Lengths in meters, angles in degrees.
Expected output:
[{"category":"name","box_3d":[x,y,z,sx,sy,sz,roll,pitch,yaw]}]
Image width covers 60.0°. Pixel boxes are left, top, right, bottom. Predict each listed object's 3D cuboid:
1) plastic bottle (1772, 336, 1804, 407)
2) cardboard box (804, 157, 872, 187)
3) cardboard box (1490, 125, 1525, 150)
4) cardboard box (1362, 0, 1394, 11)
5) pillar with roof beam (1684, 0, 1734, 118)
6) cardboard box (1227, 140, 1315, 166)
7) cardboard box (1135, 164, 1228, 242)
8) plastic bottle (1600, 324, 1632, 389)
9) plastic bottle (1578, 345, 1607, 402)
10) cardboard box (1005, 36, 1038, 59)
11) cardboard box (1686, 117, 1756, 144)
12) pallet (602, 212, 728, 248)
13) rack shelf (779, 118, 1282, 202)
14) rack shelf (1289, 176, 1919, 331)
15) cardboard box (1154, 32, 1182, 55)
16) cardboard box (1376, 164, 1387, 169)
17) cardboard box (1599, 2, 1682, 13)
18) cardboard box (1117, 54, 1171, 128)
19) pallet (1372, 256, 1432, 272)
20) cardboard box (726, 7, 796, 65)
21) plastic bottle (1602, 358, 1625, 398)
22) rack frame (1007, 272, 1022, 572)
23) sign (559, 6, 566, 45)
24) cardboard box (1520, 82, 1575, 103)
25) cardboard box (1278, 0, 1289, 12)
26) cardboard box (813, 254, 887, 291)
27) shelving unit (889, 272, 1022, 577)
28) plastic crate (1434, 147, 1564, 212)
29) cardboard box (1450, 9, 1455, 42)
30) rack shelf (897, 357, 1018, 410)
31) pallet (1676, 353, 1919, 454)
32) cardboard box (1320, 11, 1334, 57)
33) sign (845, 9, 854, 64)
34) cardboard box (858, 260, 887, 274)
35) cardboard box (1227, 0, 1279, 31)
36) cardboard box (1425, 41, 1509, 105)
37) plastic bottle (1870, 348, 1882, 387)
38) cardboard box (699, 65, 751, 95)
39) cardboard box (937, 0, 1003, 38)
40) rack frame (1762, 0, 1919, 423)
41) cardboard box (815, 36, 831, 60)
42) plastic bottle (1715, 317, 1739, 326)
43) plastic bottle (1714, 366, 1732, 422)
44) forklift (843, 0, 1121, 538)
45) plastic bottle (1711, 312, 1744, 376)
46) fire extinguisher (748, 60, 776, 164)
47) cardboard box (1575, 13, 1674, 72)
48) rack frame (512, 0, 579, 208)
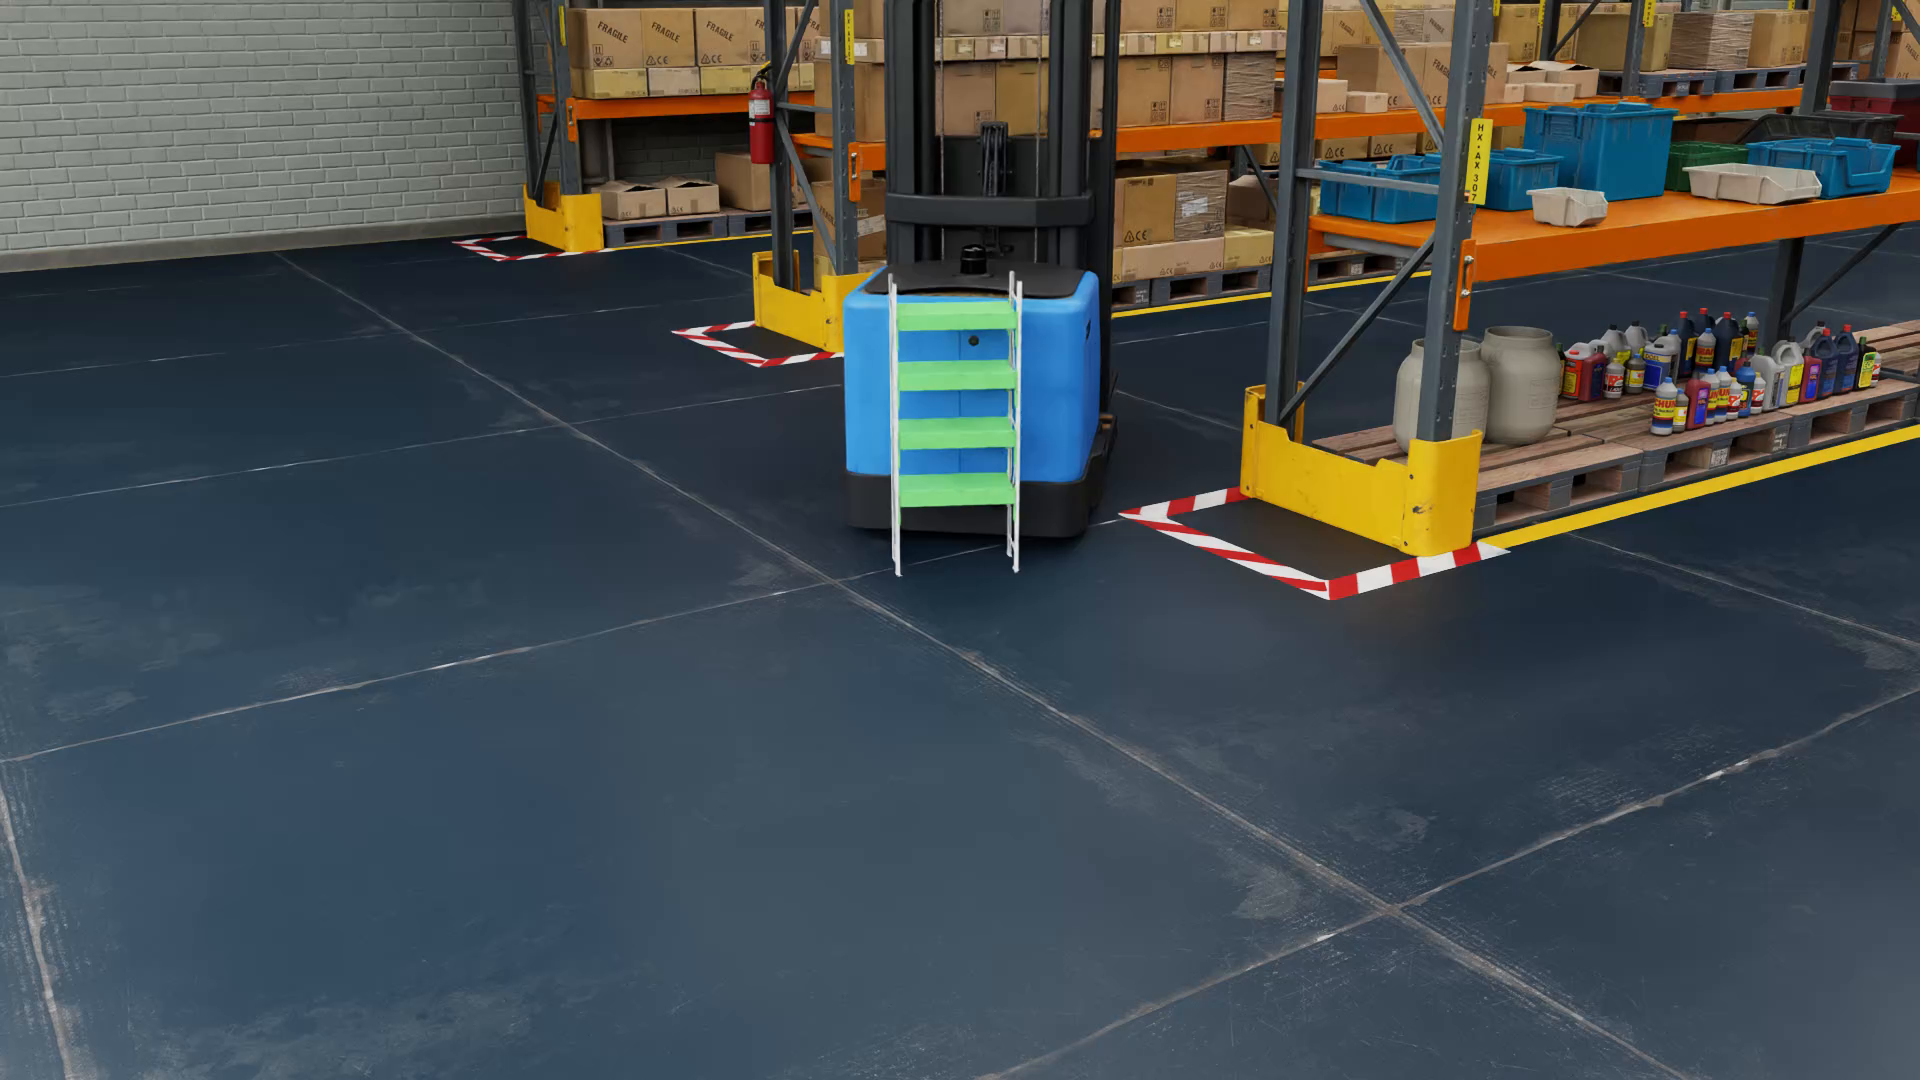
[{"category":"plastic bottle","box_3d":[4.265,-0.878,8.609,0.185,0.351,0.144,-12,22,-32]},{"category":"cardboard box","box_3d":[-1.219,-3.687,16.683,0.500,0.500,0.500,-14,23,-35]},{"category":"cardboard box","box_3d":[6.988,-5.384,21.735,0.500,0.500,0.700,-12,22,-31]},{"category":"cardboard box","box_3d":[4.775,-6.400,19.670,0.500,0.250,0.500,-12,22,-33]},{"category":"pillar with roof beam","box_3d":[13.795,-9.367,20.902,0.400,9.000,9.100,-12,22,-31]},{"category":"cardboard box","box_3d":[3.653,-4.836,19.566,0.750,0.750,0.750,-12,22,-32]},{"category":"cardboard box","box_3d":[1.663,-2.558,12.595,0.500,0.500,0.500,-12,22,-31]},{"category":"plastic bottle","box_3d":[3.504,-0.988,8.932,0.185,0.351,0.144,-11,22,-29]},{"category":"plastic bottle","box_3d":[3.311,-0.873,8.697,0.133,0.283,0.061,-12,22,-31]},{"category":"cardboard box","box_3d":[0.320,-3.376,11.377,0.250,0.149,0.380,-13,23,-33]},{"category":"cardboard box","box_3d":[7.662,-4.124,16.806,0.500,0.250,0.500,-12,22,-31]},{"category":"pallet","box_3d":[-2.953,-2.978,15.723,1.213,0.211,1.003,-12,22,-31]},{"category":"rack shelf","box_3d":[0.683,-2.839,12.081,4.000,0.370,1.077,-12,22,-31]},{"category":"rack shelf","box_3d":[3.404,-1.513,8.160,4.000,0.370,1.077,-12,22,-31]},{"category":"cardboard box","box_3d":[1.394,-3.602,12.048,0.250,0.149,0.380,-12,22,-32]},{"category":"cardboard box","box_3d":[3.805,-3.110,14.522,0.500,0.311,0.500,-12,22,-32]},{"category":"cardboard box","box_3d":[9.228,-7.019,22.856,0.700,0.700,0.980,-11,21,-29]},{"category":"cardboard box","box_3d":[1.128,-3.317,12.217,0.500,0.500,0.700,-12,22,-31]},{"category":"pallet","box_3d":[3.967,-2.567,14.509,1.213,0.211,1.003,-12,22,-31]},{"category":"cardboard box","box_3d":[-1.873,-4.717,15.545,0.500,0.500,0.500,-11,22,-30]},{"category":"plastic bottle","box_3d":[3.452,-0.857,8.777,0.097,0.201,0.097,0,19,0]},{"category":"rack frame","box_3d":[0.221,-0.474,6.772,0.015,1.200,0.240,-2,19,-6]},{"category":"sign","box_3d":[-3.416,-4.417,14.273,0.005,0.325,0.100,-12,22,-31]},{"category":"cardboard box","box_3d":[5.095,-3.885,14.445,0.250,0.149,0.380,-12,22,-31]},{"category":"cardboard box","box_3d":[3.512,-6.130,18.870,0.500,0.250,0.500,-11,22,-30]},{"category":"cardboard box","box_3d":[-0.702,-1.897,11.810,0.500,0.250,0.500,-12,22,-31]},{"category":"shelving unit","box_3d":[-0.022,-0.465,6.748,0.503,1.200,0.258,-2,19,-6]},{"category":"plastic crate","box_3d":[2.533,-1.712,7.858,0.408,0.251,0.499,-12,22,-31]},{"category":"cardboard box","box_3d":[6.061,-6.314,20.587,0.500,0.500,0.500,-12,22,-32]},{"category":"rack shelf","box_3d":[-0.022,-0.632,6.692,0.480,0.148,0.258,-2,19,-6]},{"category":"pallet","box_3d":[4.491,-0.778,9.217,1.213,0.211,1.003,-12,22,-31]},{"category":"cardboard box","box_3d":[3.956,-5.865,19.259,0.500,0.500,0.500,-11,22,-30]},{"category":"sign","box_3d":[-0.687,-3.125,10.330,0.005,0.325,0.100,-12,22,-31]},{"category":"cardboard box","box_3d":[-0.417,-1.759,11.400,0.500,0.250,0.500,-12,22,-31]},{"category":"cardboard box","box_3d":[1.986,-4.114,12.548,0.500,0.500,0.700,-12,22,-31]},{"category":"cardboard box","box_3d":[4.302,-3.984,14.189,0.500,0.500,0.500,-13,23,-34]},{"category":"plastic bottle","box_3d":[4.943,-0.942,9.029,0.097,0.201,0.097,0,19,0]},{"category":"cardboard box","box_3d":[-2.278,-4.274,15.408,0.500,0.250,0.500,-12,22,-32]},{"category":"cardboard box","box_3d":[-0.110,-3.671,11.239,0.500,0.500,0.700,-13,22,-33]},{"category":"rack frame","box_3d":[5.075,-2.206,9.087,0.127,3.000,1.000,-12,22,-31]},{"category":"cardboard box","box_3d":[-0.773,-3.300,11.154,0.250,0.149,0.380,-12,22,-32]},{"category":"plastic bottle","box_3d":[4.313,-1.121,9.443,0.135,0.276,0.152,-11,22,-29]},{"category":"plastic bottle","box_3d":[3.789,-0.732,8.298,0.097,0.271,0.097,0,19,0]},{"category":"forklift","box_3d":[0.228,-1.830,8.081,1.130,2.935,3.031,3,19,8]},{"category":"plastic bottle","box_3d":[4.252,-1.090,9.234,0.185,0.351,0.144,-12,22,-31]},{"category":"fire extinguisher","box_3d":[-1.341,-2.894,11.242,0.183,0.674,0.296,-12,22,-31]},{"category":"cardboard box","box_3d":[6.158,-4.624,15.426,0.700,0.500,0.500,14,23,35]},{"category":"rack frame","box_3d":[-3.715,-4.152,14.841,0.127,3.000,1.000,-12,22,-31]}]
